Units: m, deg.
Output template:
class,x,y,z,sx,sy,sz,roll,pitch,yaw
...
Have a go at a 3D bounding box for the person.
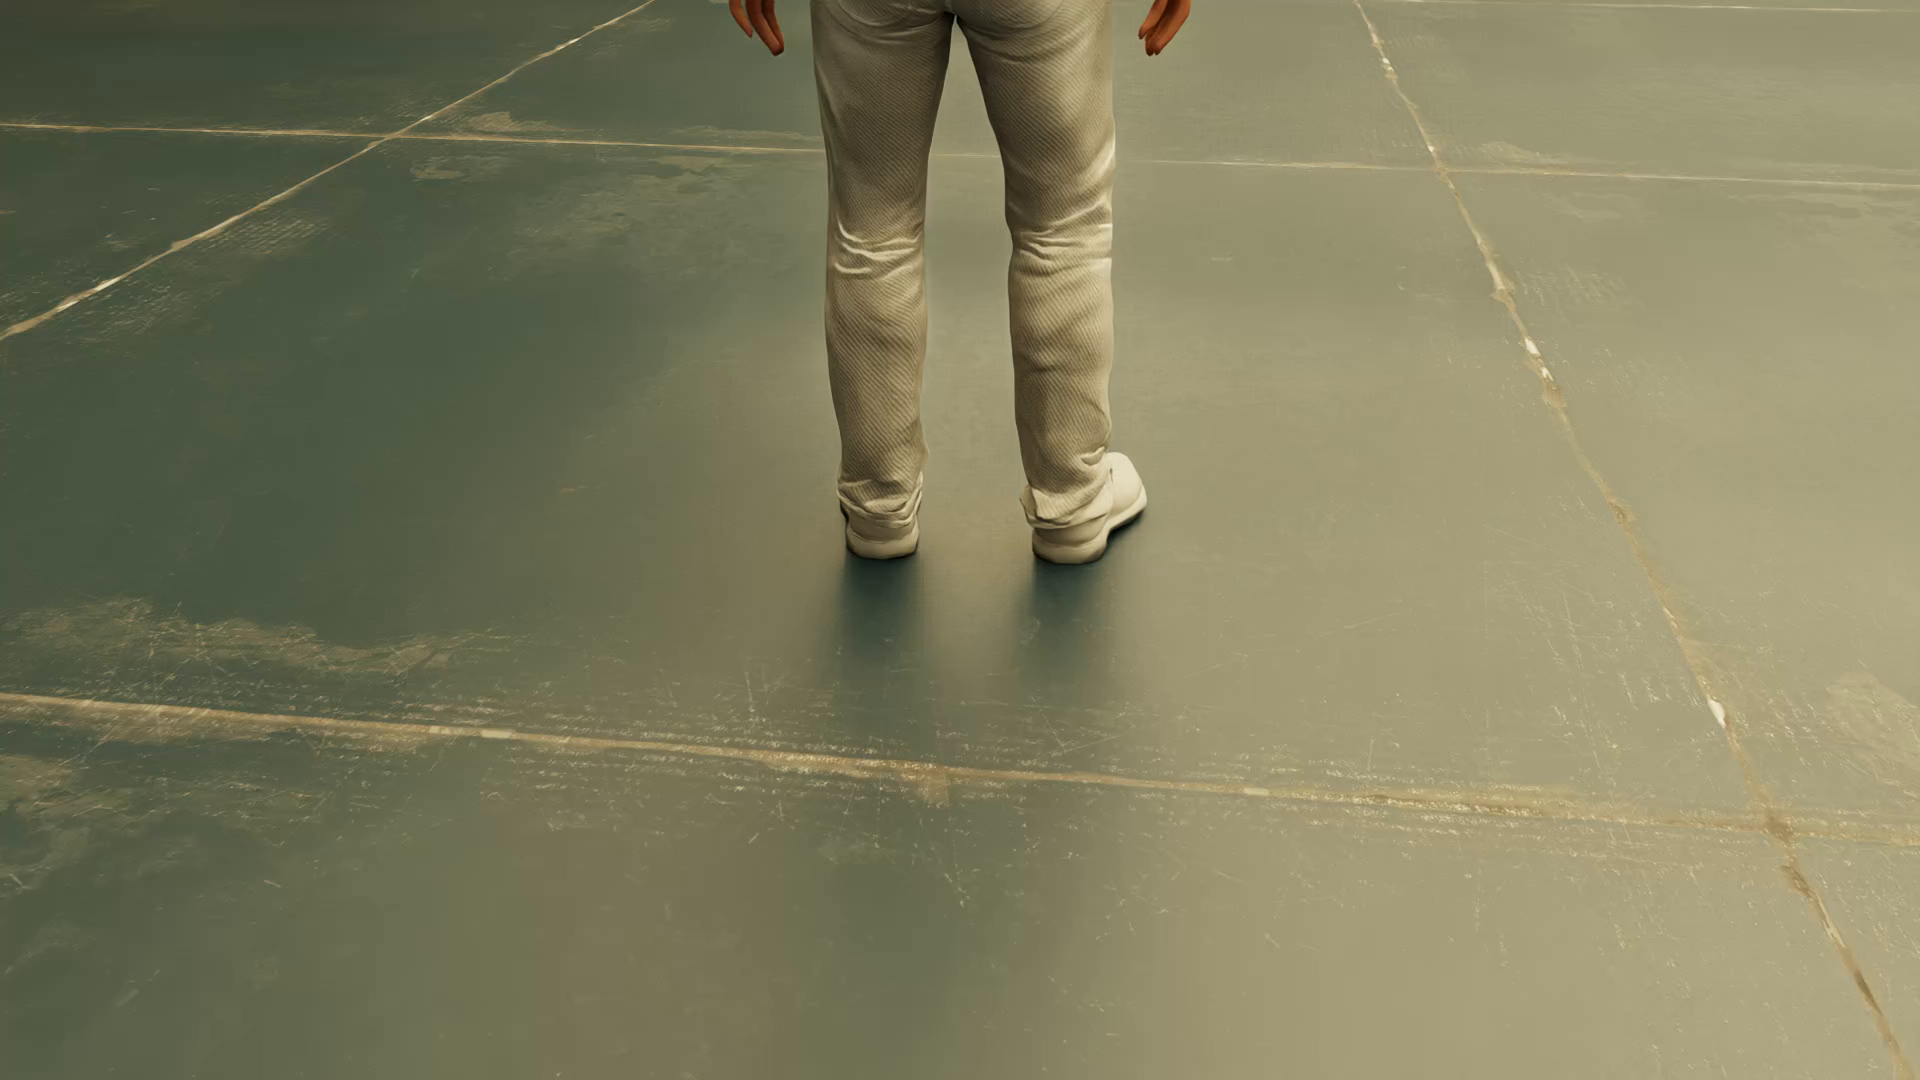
class,x,y,z,sx,sy,sz,roll,pitch,yaw
person,-0.003,-0.802,2.145,0.626,1.756,0.460,3,27,5
